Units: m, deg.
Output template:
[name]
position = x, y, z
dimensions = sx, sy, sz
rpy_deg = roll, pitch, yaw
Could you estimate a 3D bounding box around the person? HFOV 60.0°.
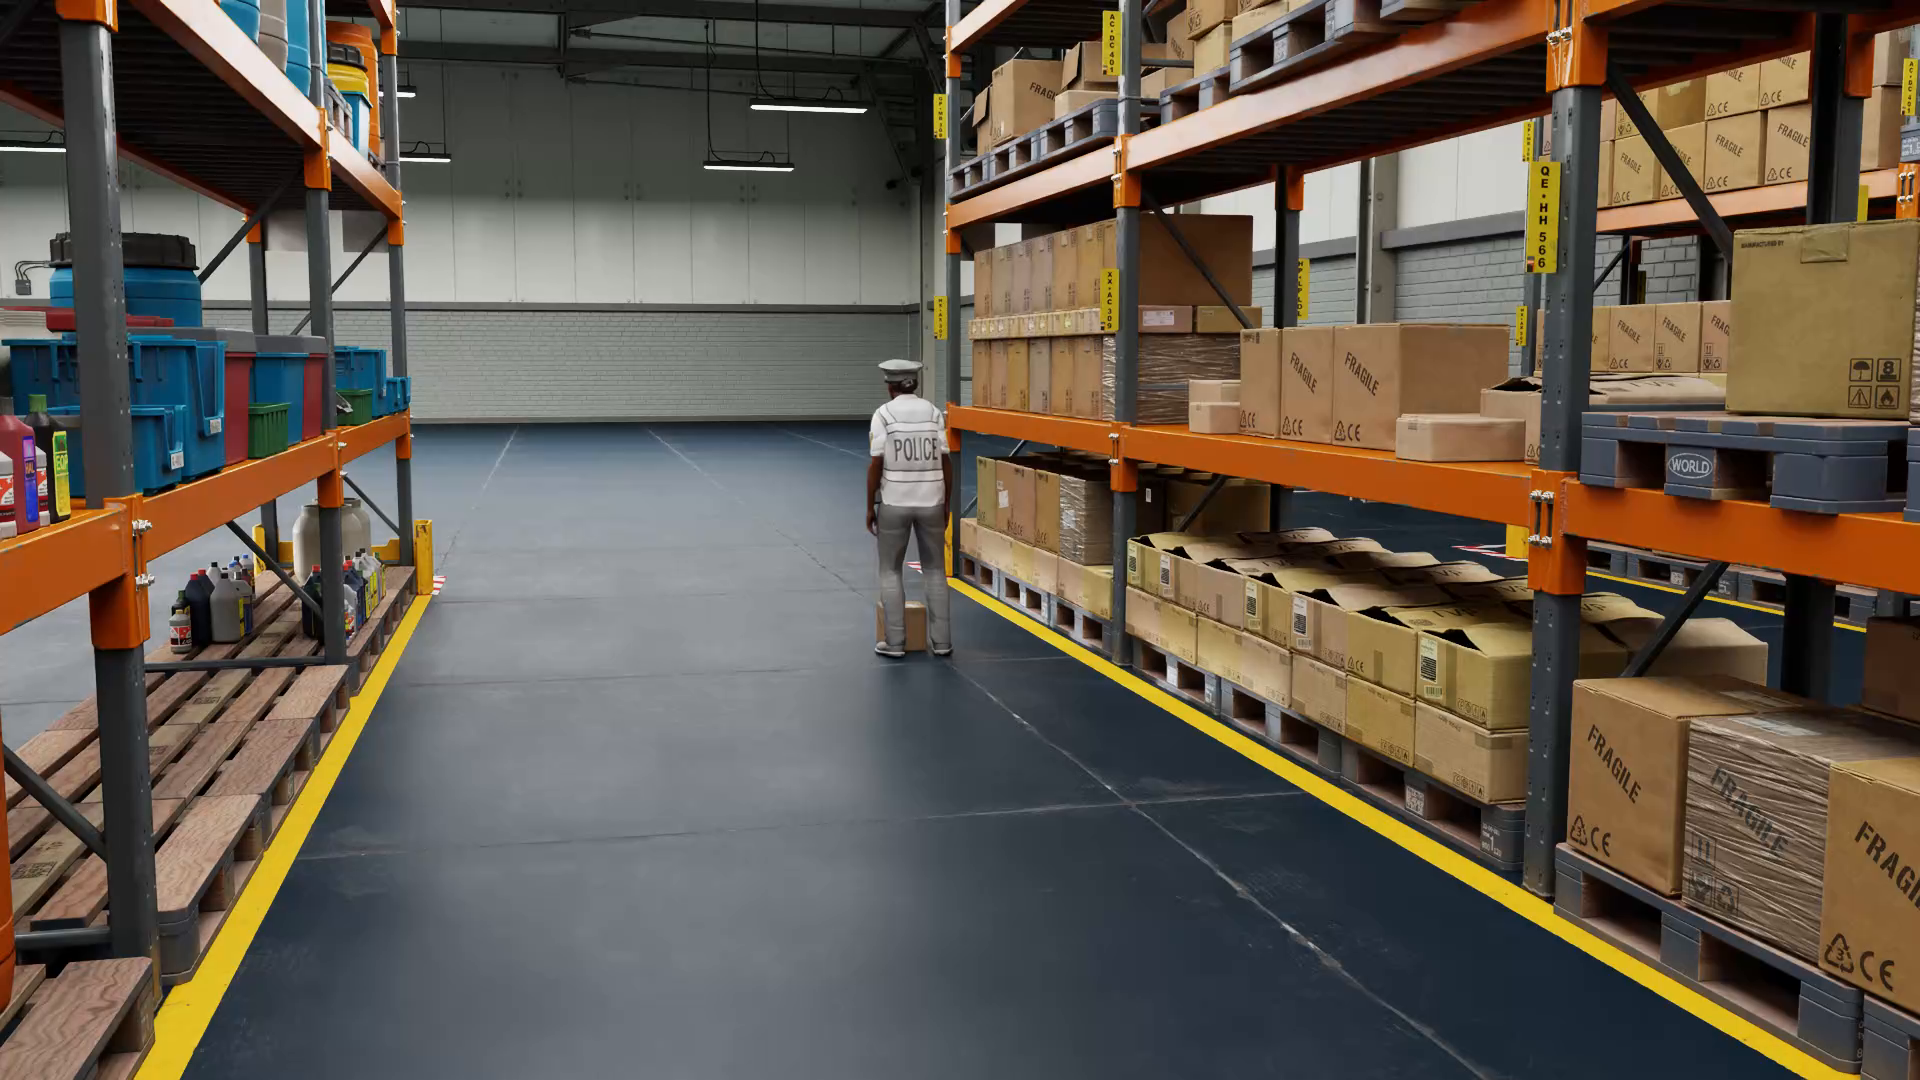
[person]
position = -0.272, -0.175, 9.310
dimensions = 0.530, 1.653, 0.398
rpy_deg = -2, 7, -17
